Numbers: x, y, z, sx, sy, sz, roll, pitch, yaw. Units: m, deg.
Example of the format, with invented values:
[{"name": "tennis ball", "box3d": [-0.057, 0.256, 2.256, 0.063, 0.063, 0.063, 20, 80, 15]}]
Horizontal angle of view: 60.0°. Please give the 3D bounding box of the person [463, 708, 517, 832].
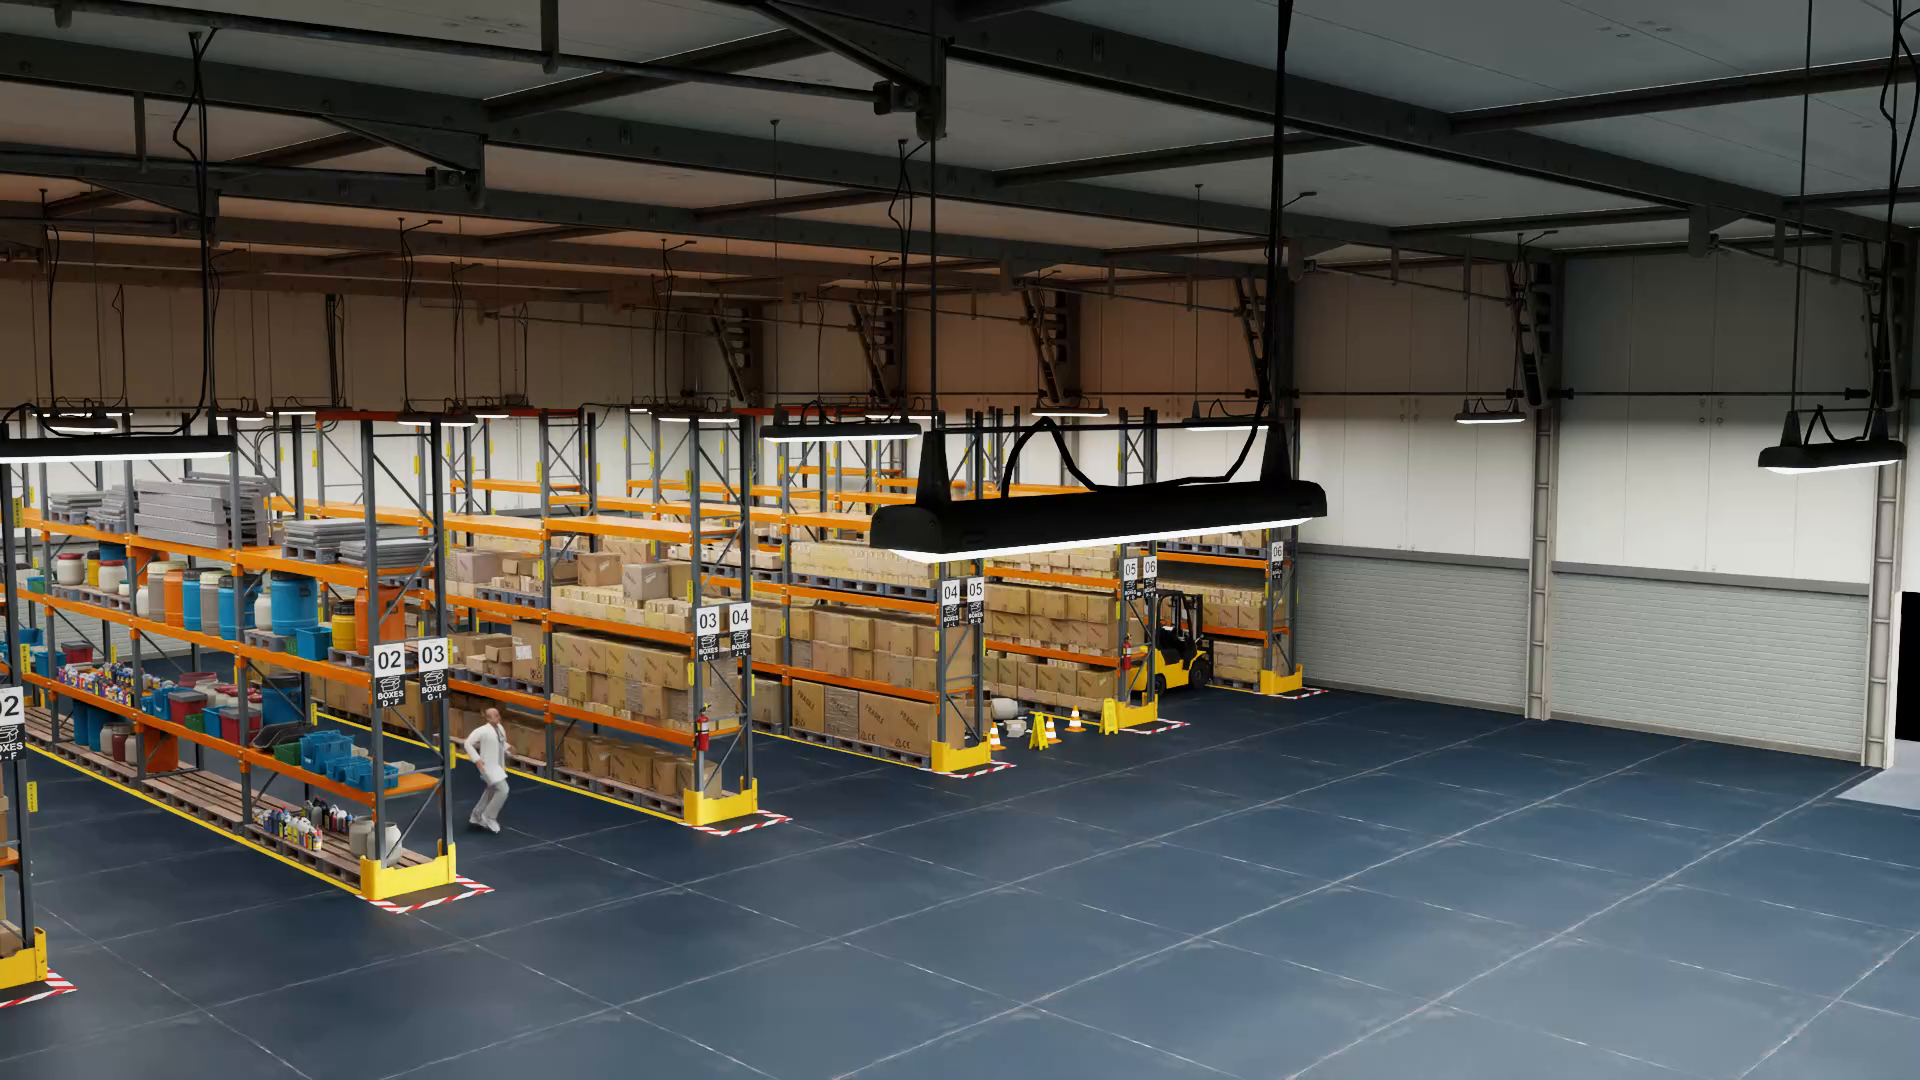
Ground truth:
[{"name": "person", "box3d": [-6.777, 3.322, 24.086, 0.778, 1.800, 0.688, 1, 5, 16]}]
